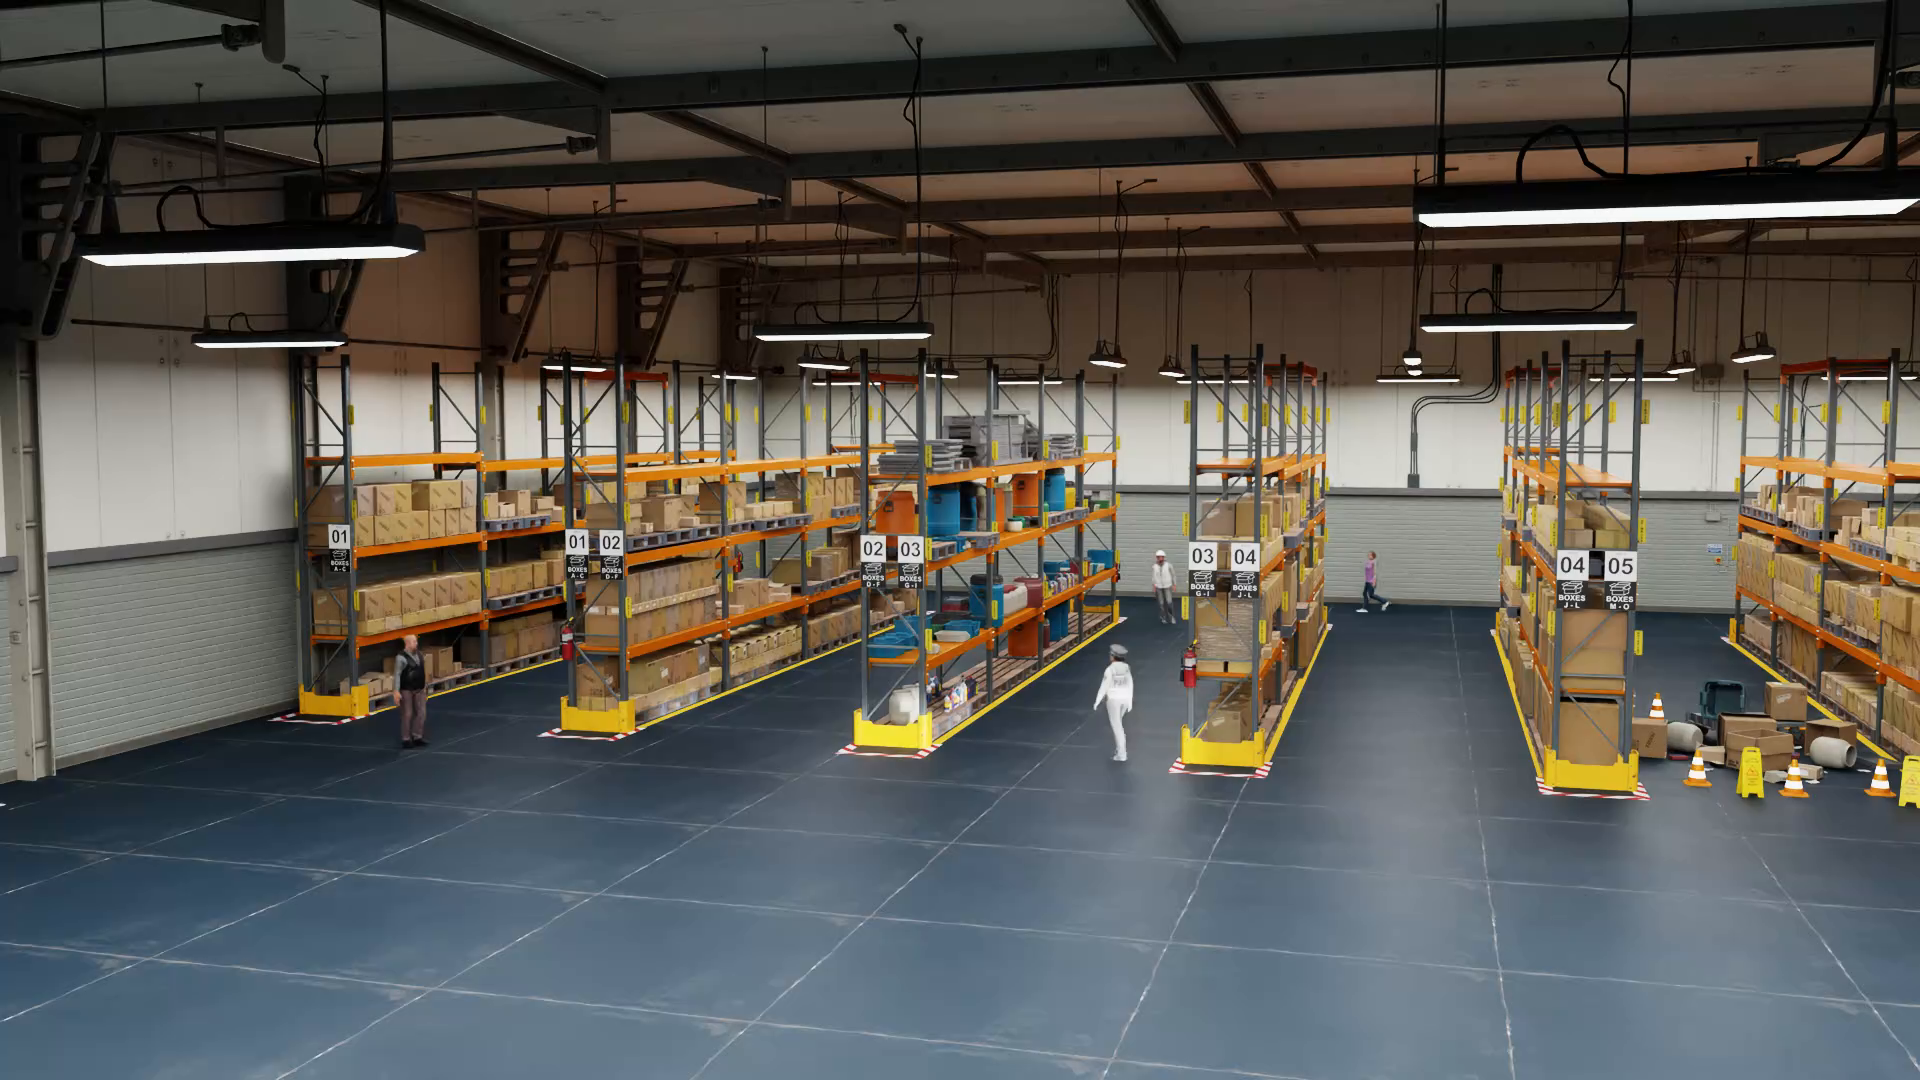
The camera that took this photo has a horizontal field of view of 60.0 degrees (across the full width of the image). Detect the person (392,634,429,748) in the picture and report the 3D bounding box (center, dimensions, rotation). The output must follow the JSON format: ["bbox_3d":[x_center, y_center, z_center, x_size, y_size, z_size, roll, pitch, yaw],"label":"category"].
[{"bbox_3d":[-8.288,2.269,25.056,0.382,1.722,0.649,2,5,30],"label":"person"}]

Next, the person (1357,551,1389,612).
[{"bbox_3d":[10.440,1.053,42.045,0.762,1.573,0.440,0,4,0],"label":"person"}]

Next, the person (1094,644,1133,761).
[{"bbox_3d":[2.273,2.376,24.066,0.551,1.744,0.508,-3,5,-32],"label":"person"}]

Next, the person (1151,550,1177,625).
[{"bbox_3d":[4.876,1.137,39.740,0.600,1.775,0.537,0,4,3],"label":"person"}]
